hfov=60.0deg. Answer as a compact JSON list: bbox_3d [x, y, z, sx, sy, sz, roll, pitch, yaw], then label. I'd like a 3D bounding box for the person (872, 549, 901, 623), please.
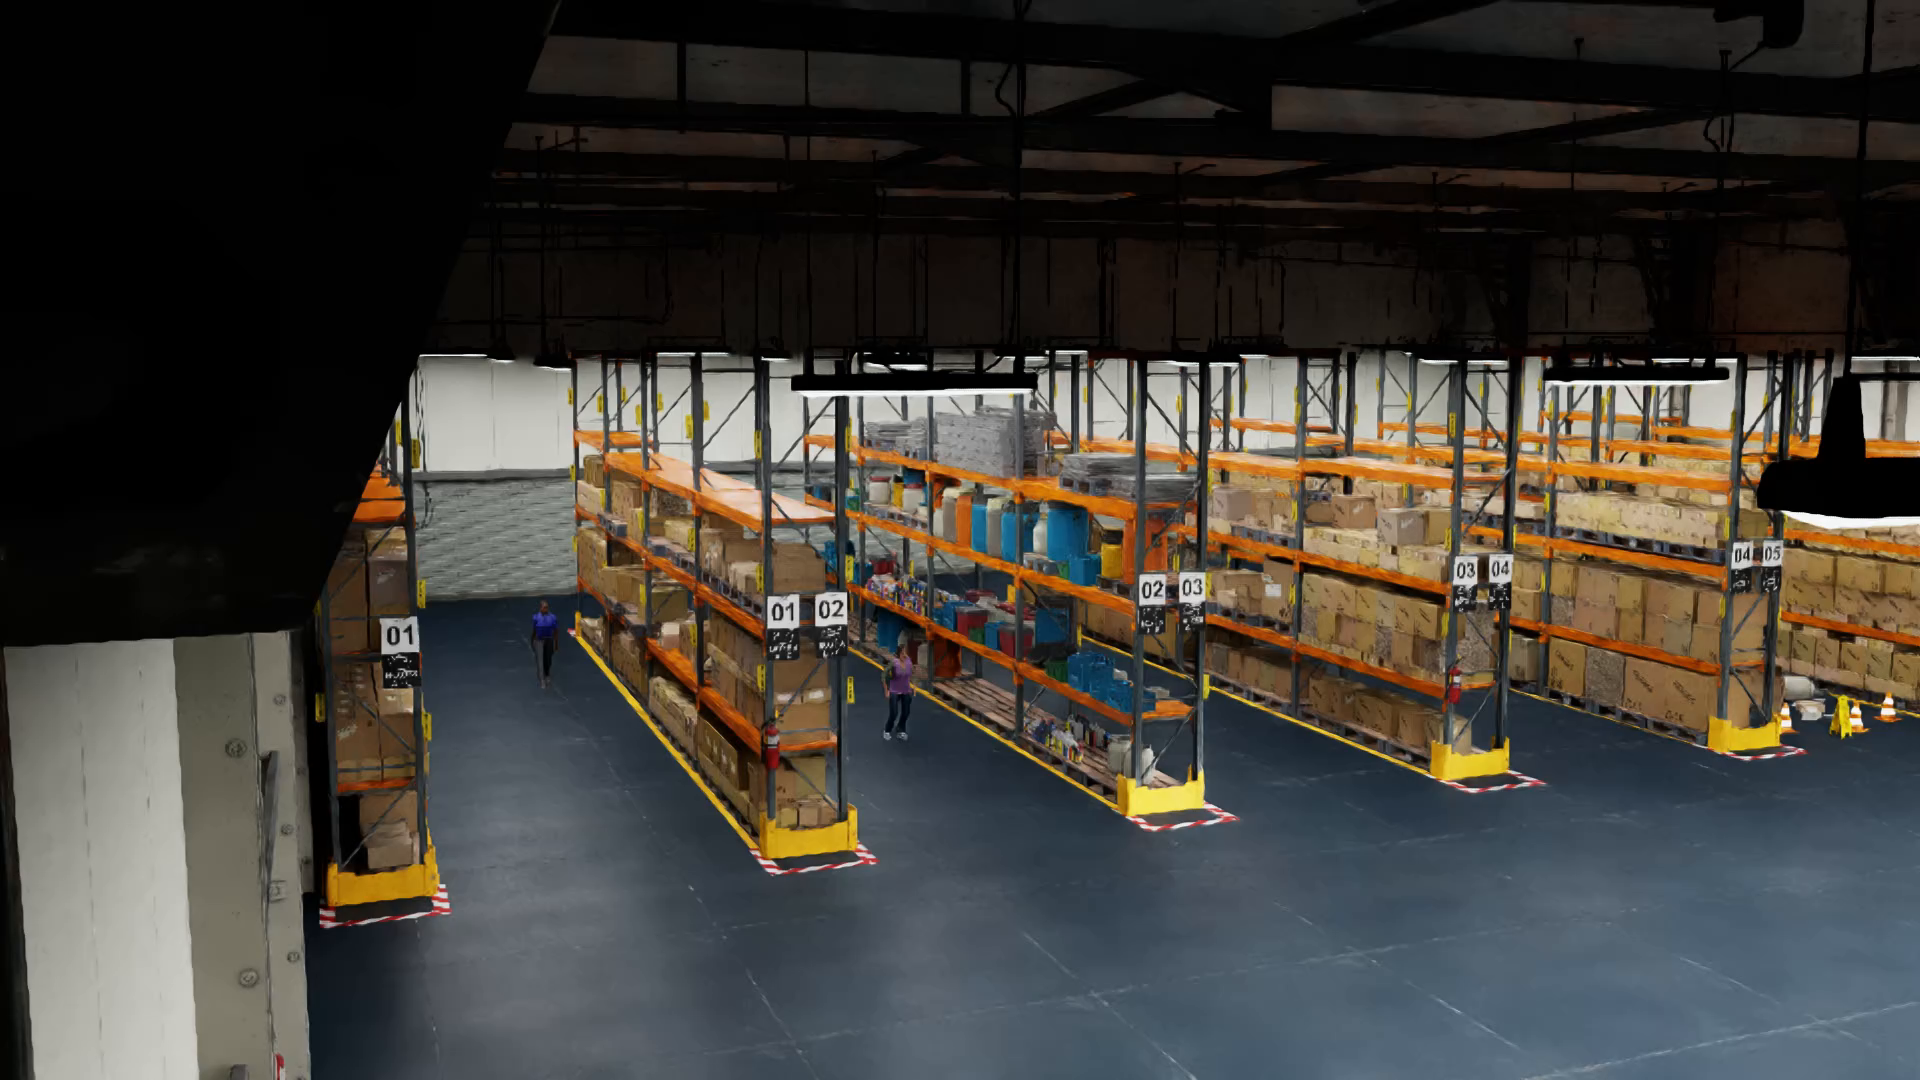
[{"bbox_3d":[-1.501,1.027,35.766,0.735,1.712,0.887,-5,9,-37],"label":"person"}]

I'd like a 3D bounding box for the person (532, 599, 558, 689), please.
[{"bbox_3d":[-7.429,1.833,29.813,0.445,1.574,1.081,-3,8,-23],"label":"person"}]

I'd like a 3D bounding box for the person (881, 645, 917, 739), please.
[{"bbox_3d":[-0.956,2.364,25.875,0.566,1.541,0.519,-3,8,-24],"label":"person"}]
